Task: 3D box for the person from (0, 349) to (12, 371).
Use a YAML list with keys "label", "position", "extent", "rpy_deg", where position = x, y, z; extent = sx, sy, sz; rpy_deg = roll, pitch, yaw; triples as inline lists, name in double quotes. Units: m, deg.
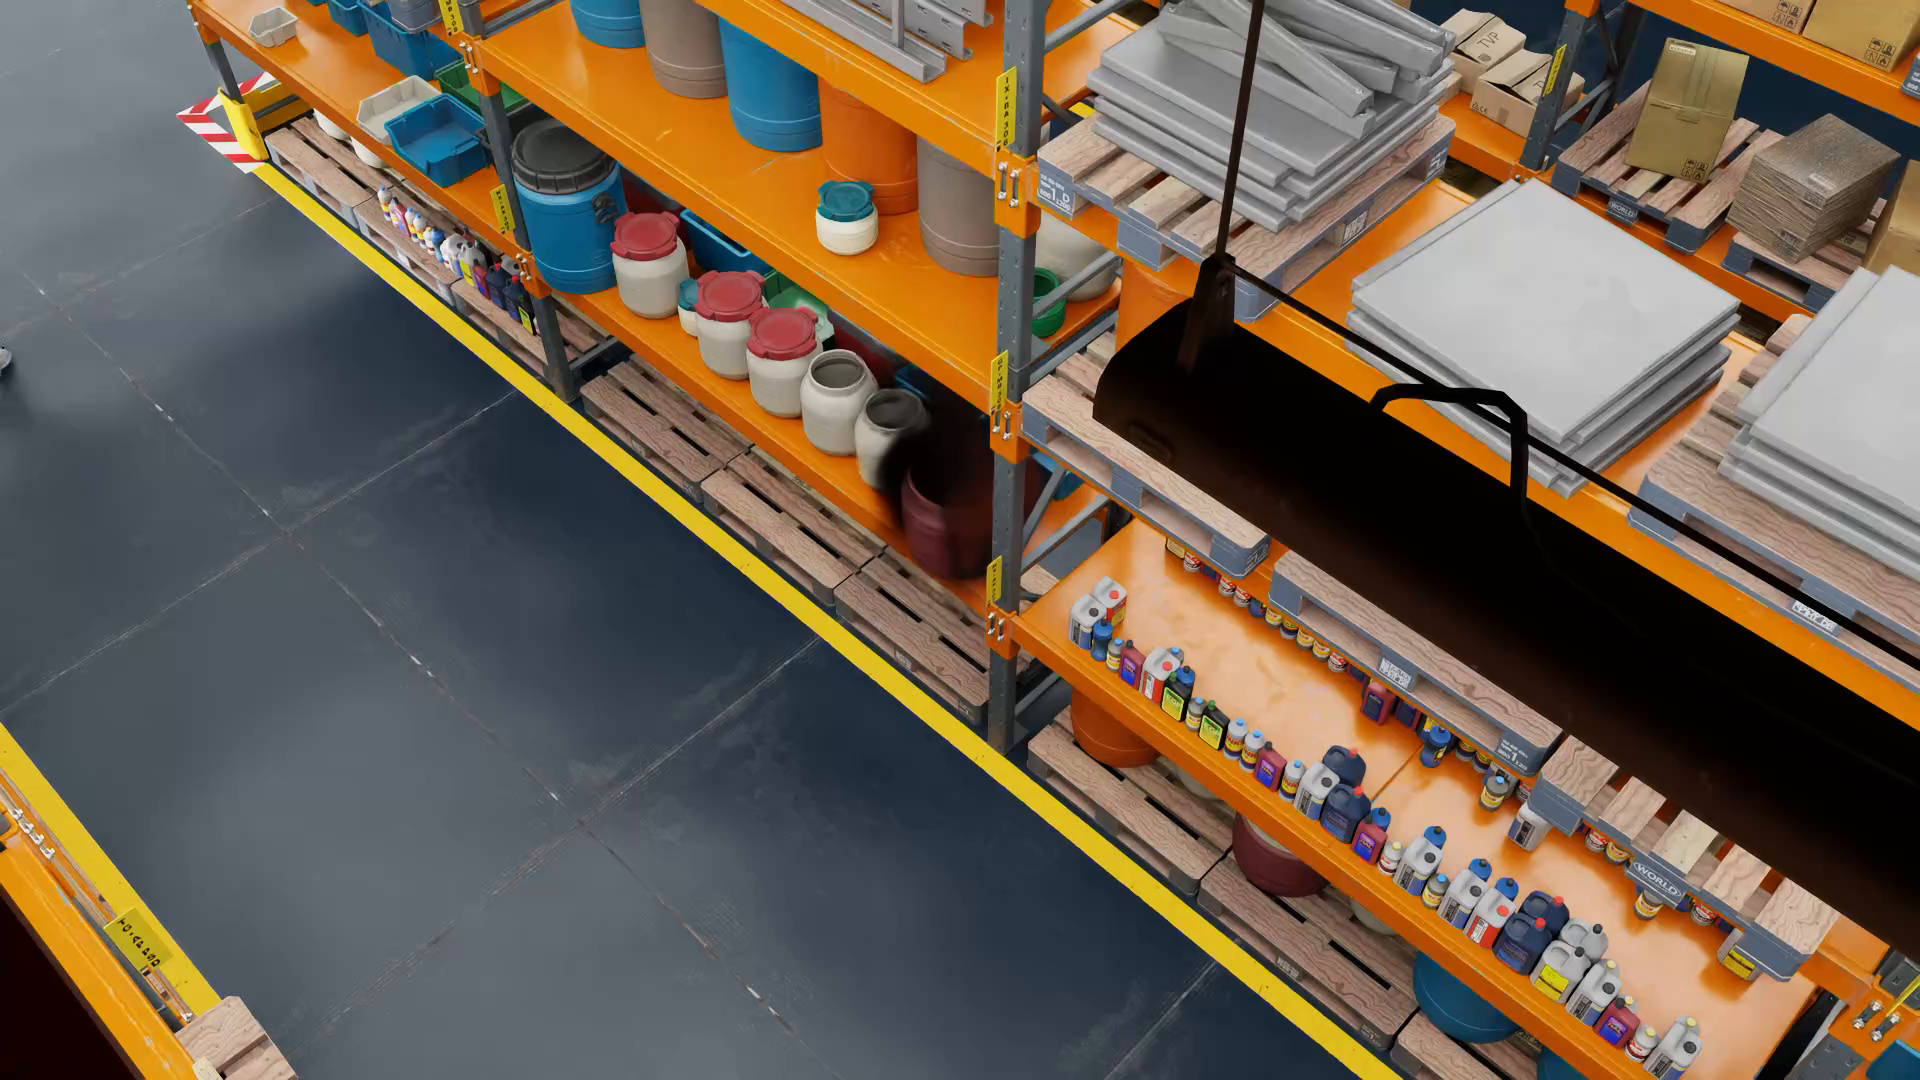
- label: "person"
  position: [-6.611, -1.755, 10.770]
  extent: [0.587, 1.693, 0.415]
  rpy_deg: [21, 53, 17]
